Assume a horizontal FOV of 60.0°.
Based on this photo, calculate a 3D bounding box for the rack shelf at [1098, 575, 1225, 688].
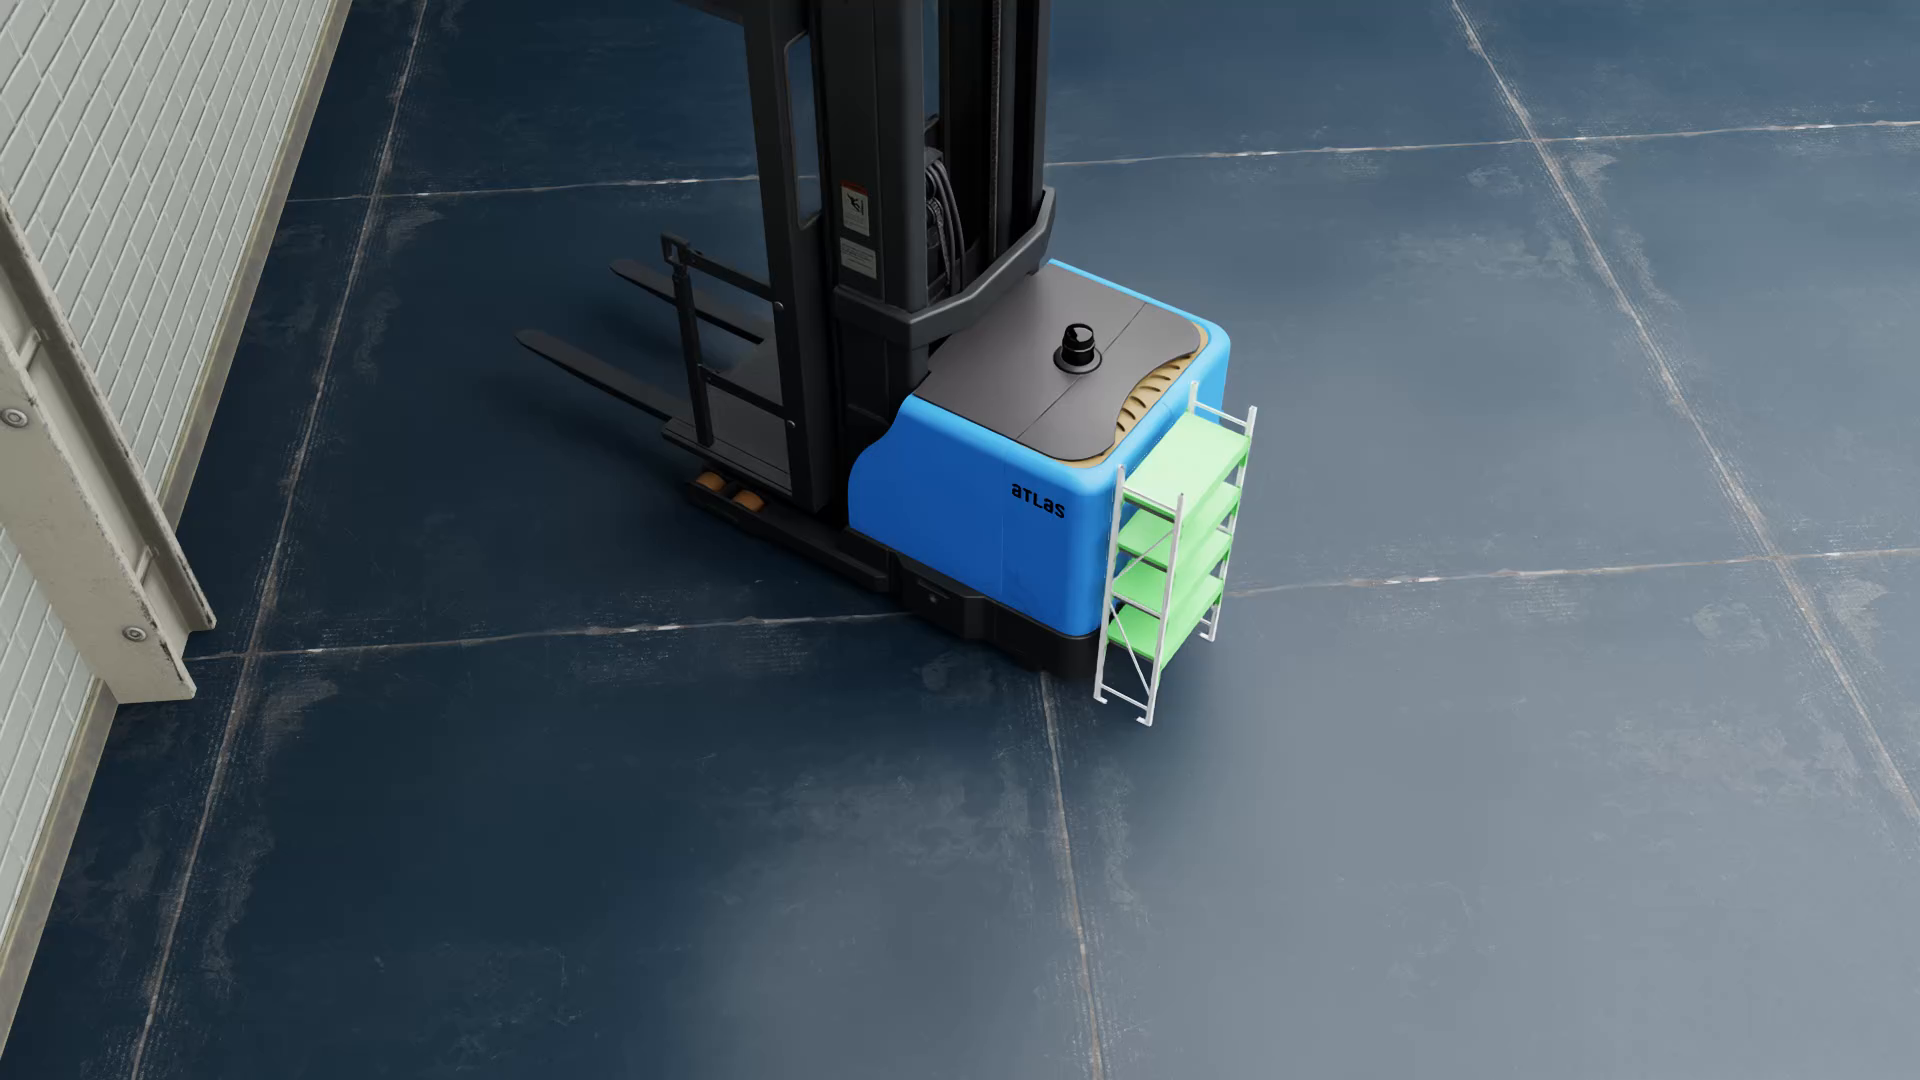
[{"bbox_3d":[0.738,0.283,6.073,0.258,0.148,0.480,26,52,22],"label":"rack shelf"}]

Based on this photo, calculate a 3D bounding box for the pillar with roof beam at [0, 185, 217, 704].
[{"bbox_3d":[1.265,-2.900,3.298,9.100,9.000,0.400,-3,47,-3],"label":"pillar with roof beam"}]

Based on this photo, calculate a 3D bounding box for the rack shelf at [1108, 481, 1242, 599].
[{"bbox_3d":[0.742,-0.046,5.723,0.258,0.148,0.480,26,52,22],"label":"rack shelf"}]

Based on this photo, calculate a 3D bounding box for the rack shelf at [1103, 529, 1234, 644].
[{"bbox_3d":[0.740,0.119,5.898,0.258,0.148,0.480,26,52,22],"label":"rack shelf"}]

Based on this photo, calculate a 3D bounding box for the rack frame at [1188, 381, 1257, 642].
[{"bbox_3d":[0.876,-0.072,5.990,0.240,1.200,0.015,26,52,22],"label":"rack frame"}]

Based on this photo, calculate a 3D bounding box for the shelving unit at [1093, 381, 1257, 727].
[{"bbox_3d":[0.740,0.075,5.851,0.258,1.200,0.503,26,52,22],"label":"shelving unit"}]

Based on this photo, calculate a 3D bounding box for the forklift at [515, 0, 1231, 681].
[{"bbox_3d":[-0.514,-1.337,5.998,3.031,2.935,1.130,26,52,23],"label":"forklift"}]

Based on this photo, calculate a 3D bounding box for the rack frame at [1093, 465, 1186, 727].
[{"bbox_3d":[0.604,0.222,5.712,0.240,1.200,0.015,26,52,22],"label":"rack frame"}]

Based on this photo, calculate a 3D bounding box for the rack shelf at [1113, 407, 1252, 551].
[{"bbox_3d":[0.743,-0.210,5.548,0.258,0.148,0.480,26,52,22],"label":"rack shelf"}]
